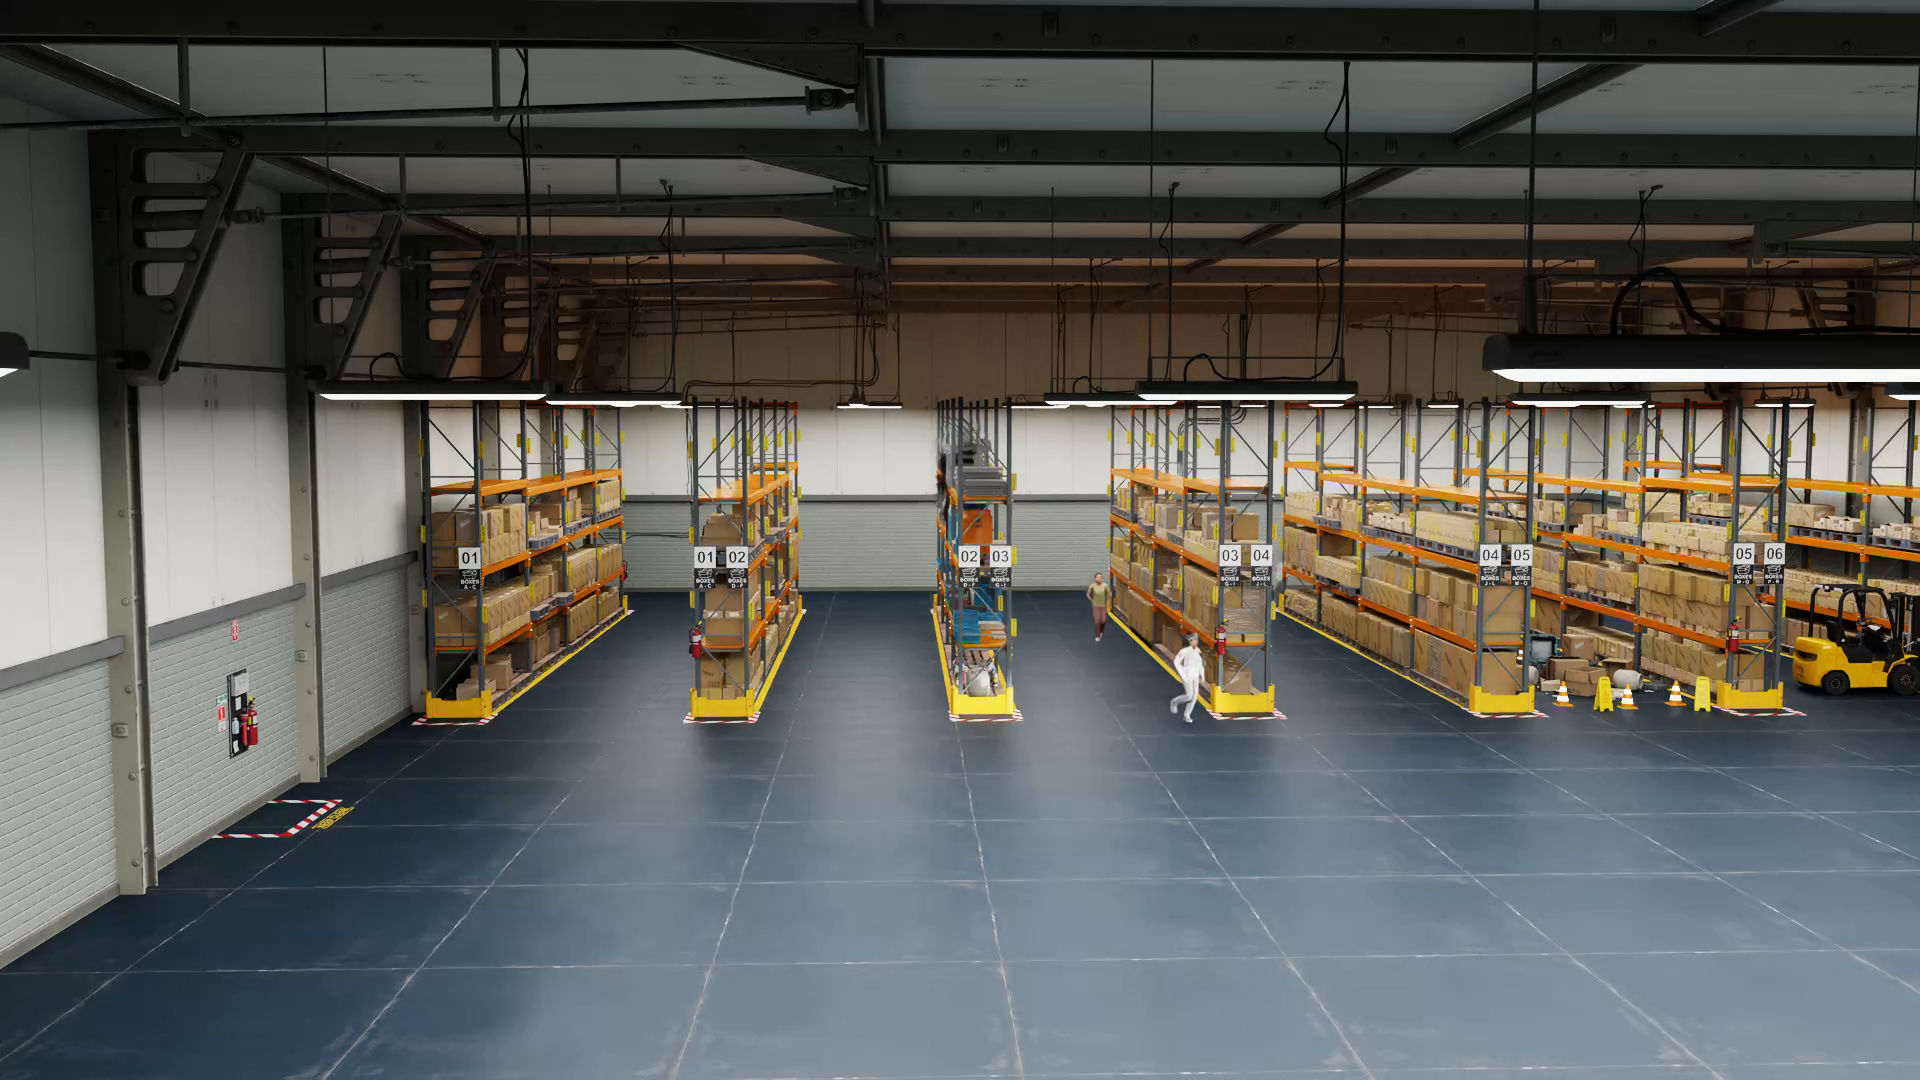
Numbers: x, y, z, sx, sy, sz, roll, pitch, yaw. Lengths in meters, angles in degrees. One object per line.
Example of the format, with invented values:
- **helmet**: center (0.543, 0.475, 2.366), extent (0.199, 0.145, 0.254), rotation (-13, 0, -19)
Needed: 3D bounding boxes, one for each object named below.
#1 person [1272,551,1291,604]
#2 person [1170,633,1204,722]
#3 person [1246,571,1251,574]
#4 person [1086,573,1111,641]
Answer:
- **person**: center (9.517, 1.118, 49.075), extent (0.718, 1.683, 0.763), rotation (0, 4, 4)
- **person**: center (4.286, 2.527, 30.851), extent (0.659, 1.624, 0.600), rotation (-3, 5, -32)
- **person**: center (8.588, 1.198, 48.234), extent (0.641, 1.675, 0.647), rotation (4, 6, 44)
- **person**: center (3.306, 1.584, 39.406), extent (0.610, 1.630, 0.474), rotation (0, 4, -5)
